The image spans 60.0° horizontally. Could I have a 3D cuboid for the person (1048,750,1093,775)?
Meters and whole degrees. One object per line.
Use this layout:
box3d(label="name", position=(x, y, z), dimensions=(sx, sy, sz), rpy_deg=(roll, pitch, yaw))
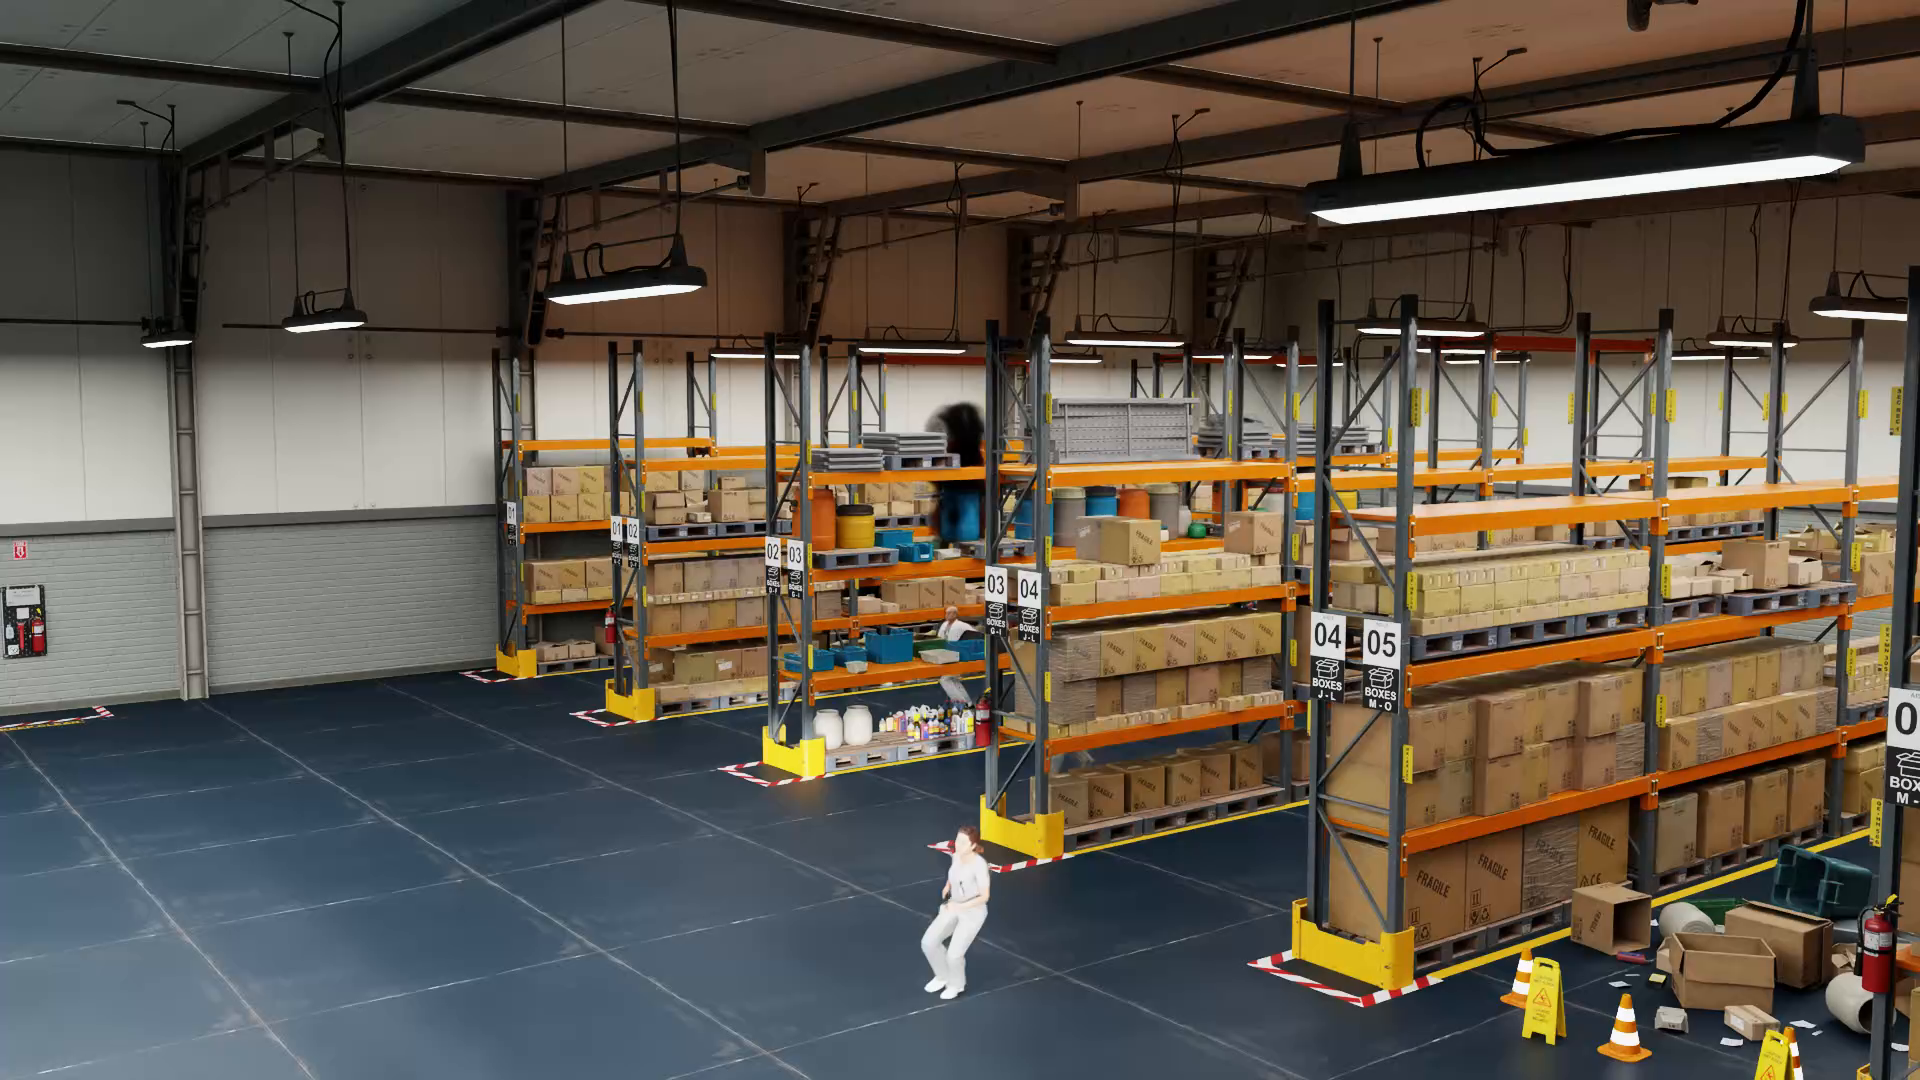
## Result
box3d(label="person", position=(1.445, 2.378, 22.059), dimensions=(0.908, 1.645, 0.644), rpy_deg=(-2, 5, -19))

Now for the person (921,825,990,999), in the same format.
box3d(label="person", position=(-0.036, 3.158, 14.032), dimensions=(0.738, 1.567, 0.623), rpy_deg=(4, 6, 39))

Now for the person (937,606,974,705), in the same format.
box3d(label="person", position=(-0.128, 1.946, 26.665), dimensions=(0.849, 1.780, 0.651), rpy_deg=(-4, 6, -35))
